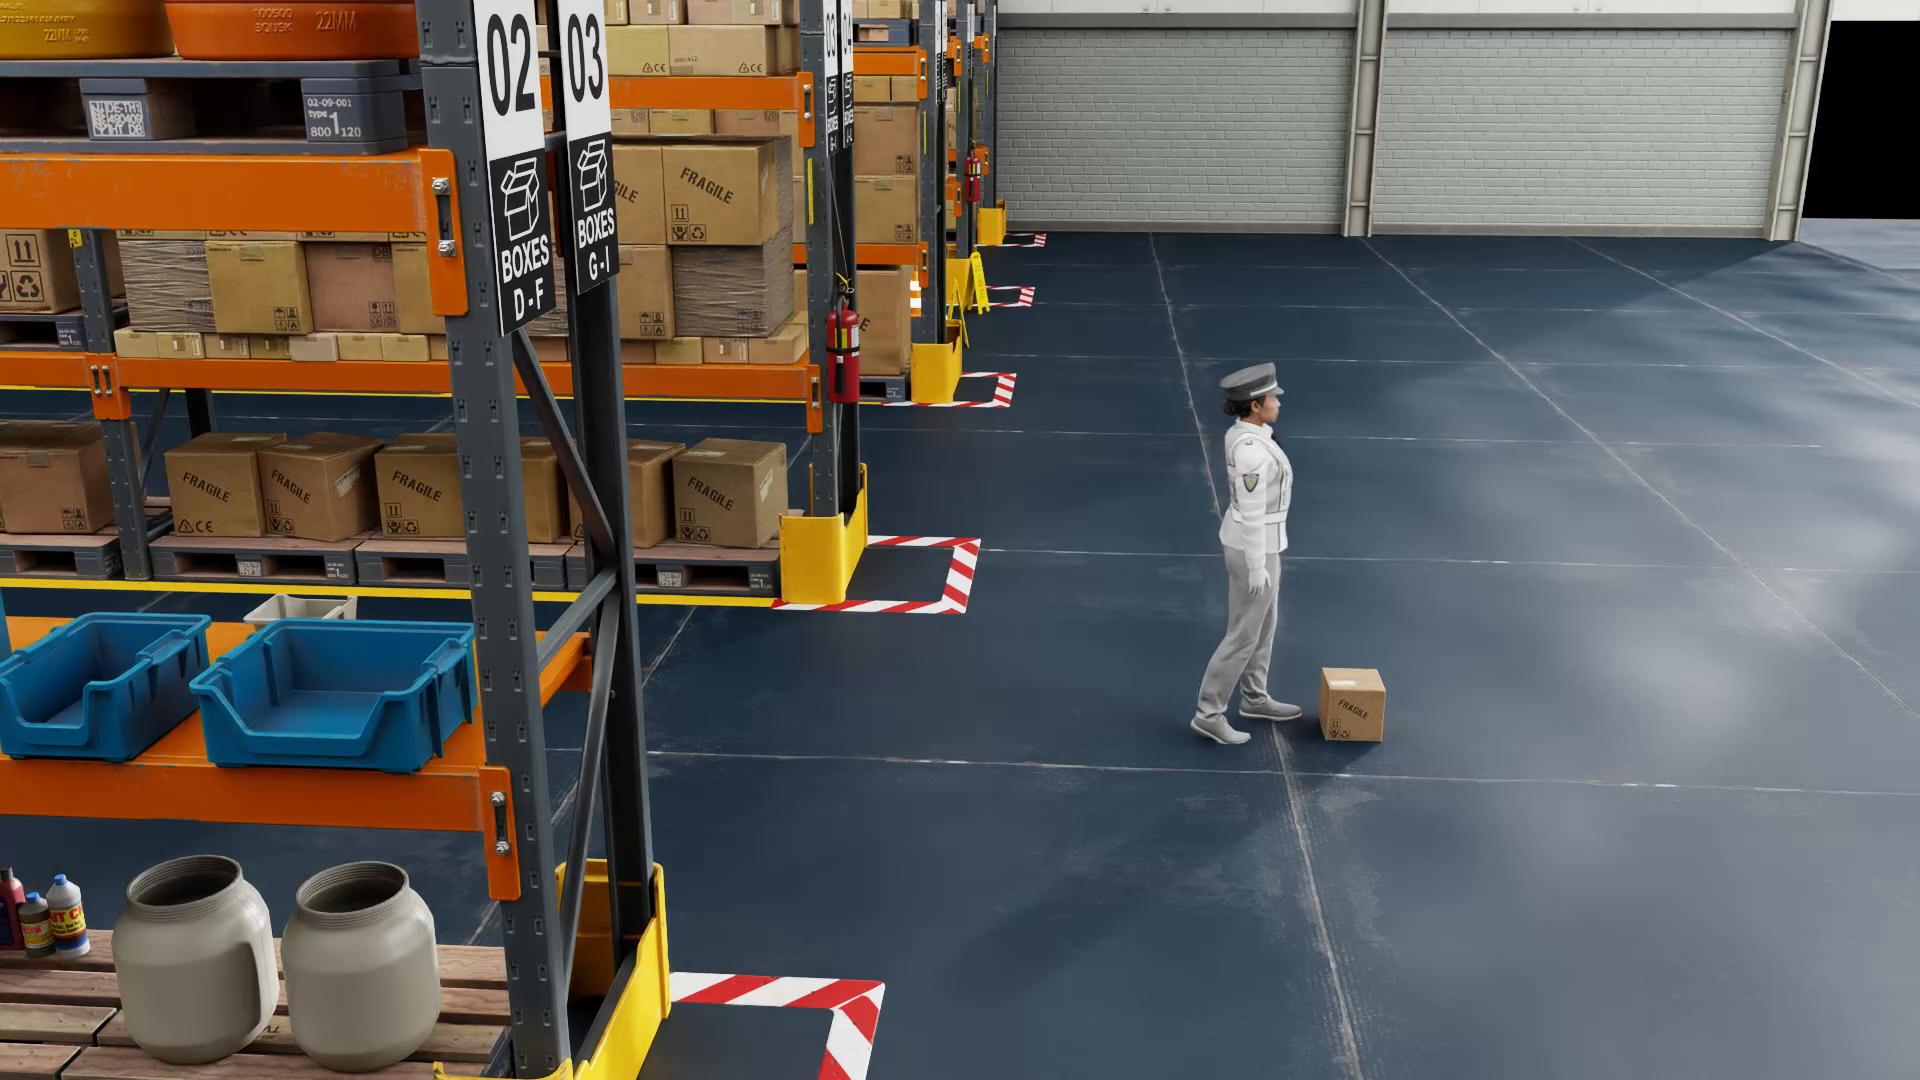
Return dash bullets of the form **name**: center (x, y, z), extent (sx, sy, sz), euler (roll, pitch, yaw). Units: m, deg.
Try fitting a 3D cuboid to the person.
- **person**: center (1.308, 0.060, 7.362), extent (0.523, 1.715, 0.481), euler (2, 18, 5)
